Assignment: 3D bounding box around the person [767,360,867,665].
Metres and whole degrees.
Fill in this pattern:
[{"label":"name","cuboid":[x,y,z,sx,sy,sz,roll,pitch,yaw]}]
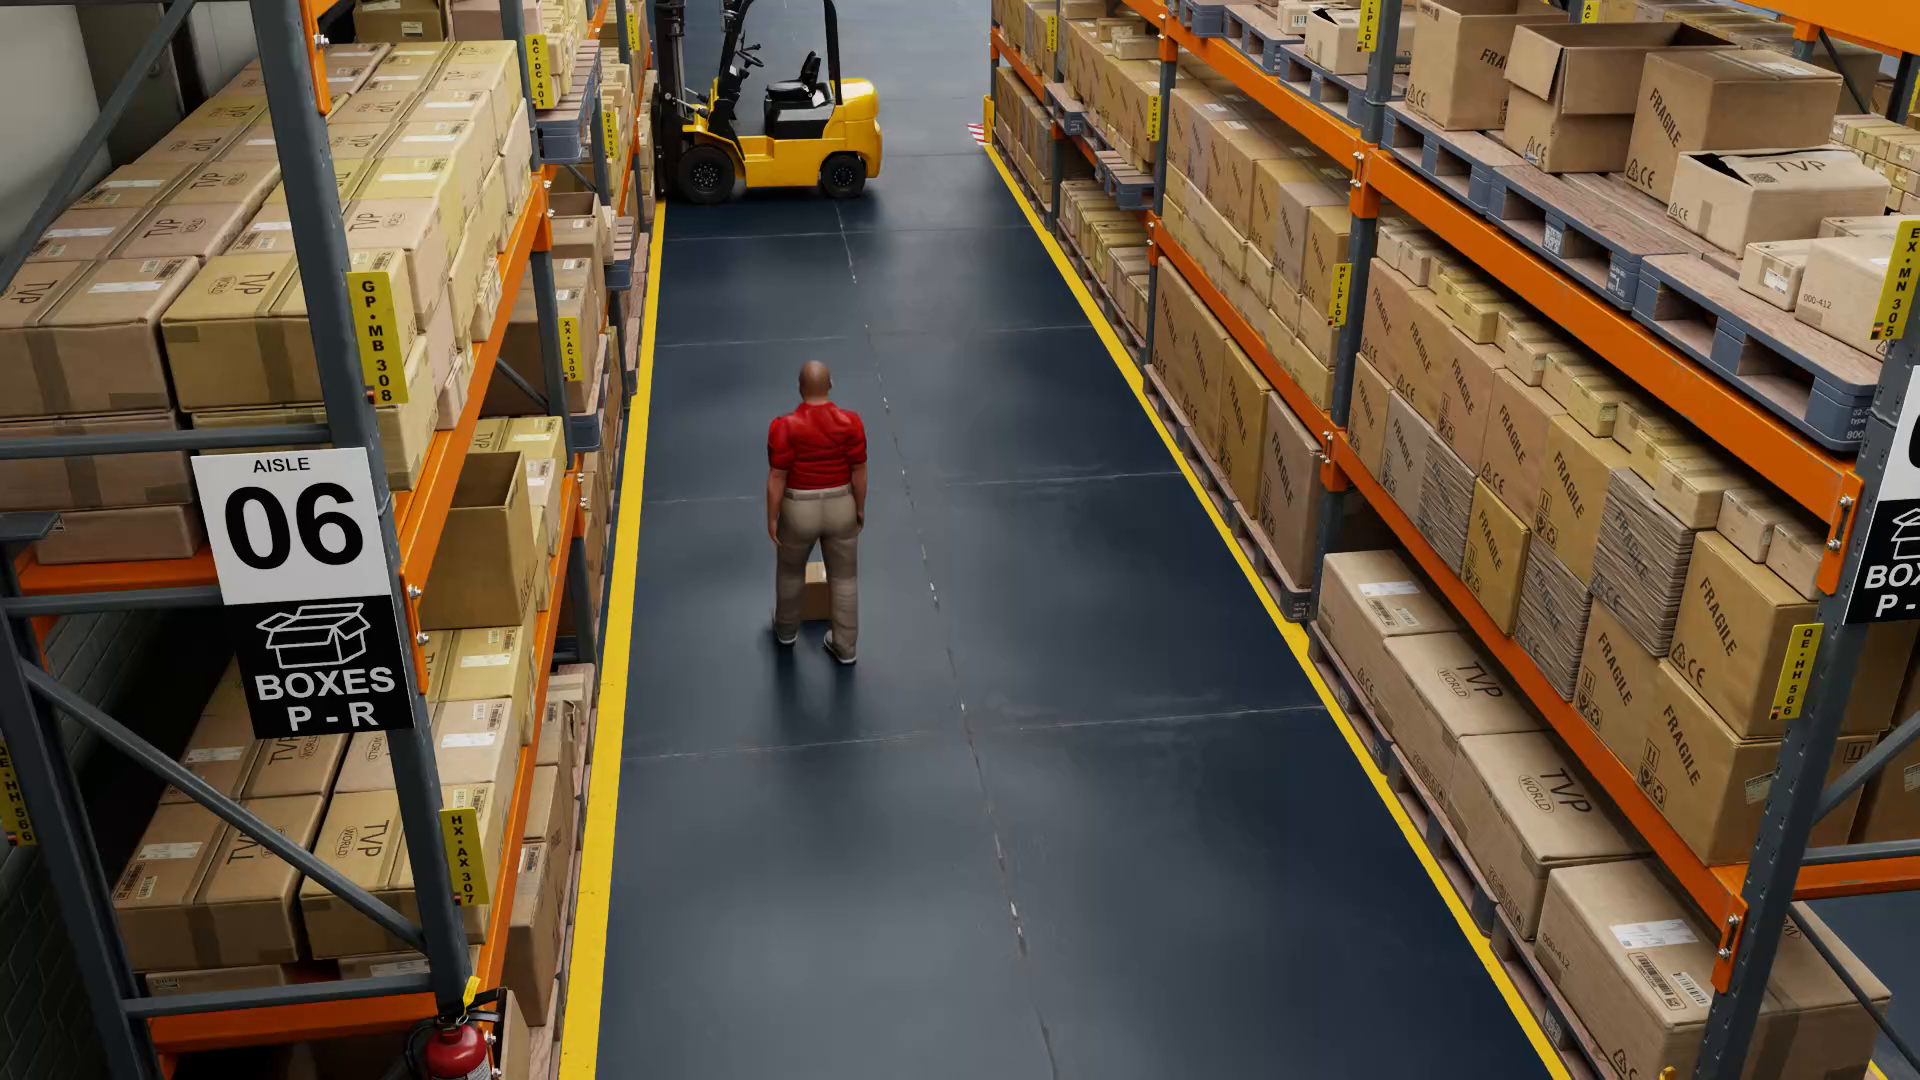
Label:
[{"label":"person","cuboid":[-0.793,-0.197,9.002,0.545,1.723,0.606,-7,28,-13]}]
